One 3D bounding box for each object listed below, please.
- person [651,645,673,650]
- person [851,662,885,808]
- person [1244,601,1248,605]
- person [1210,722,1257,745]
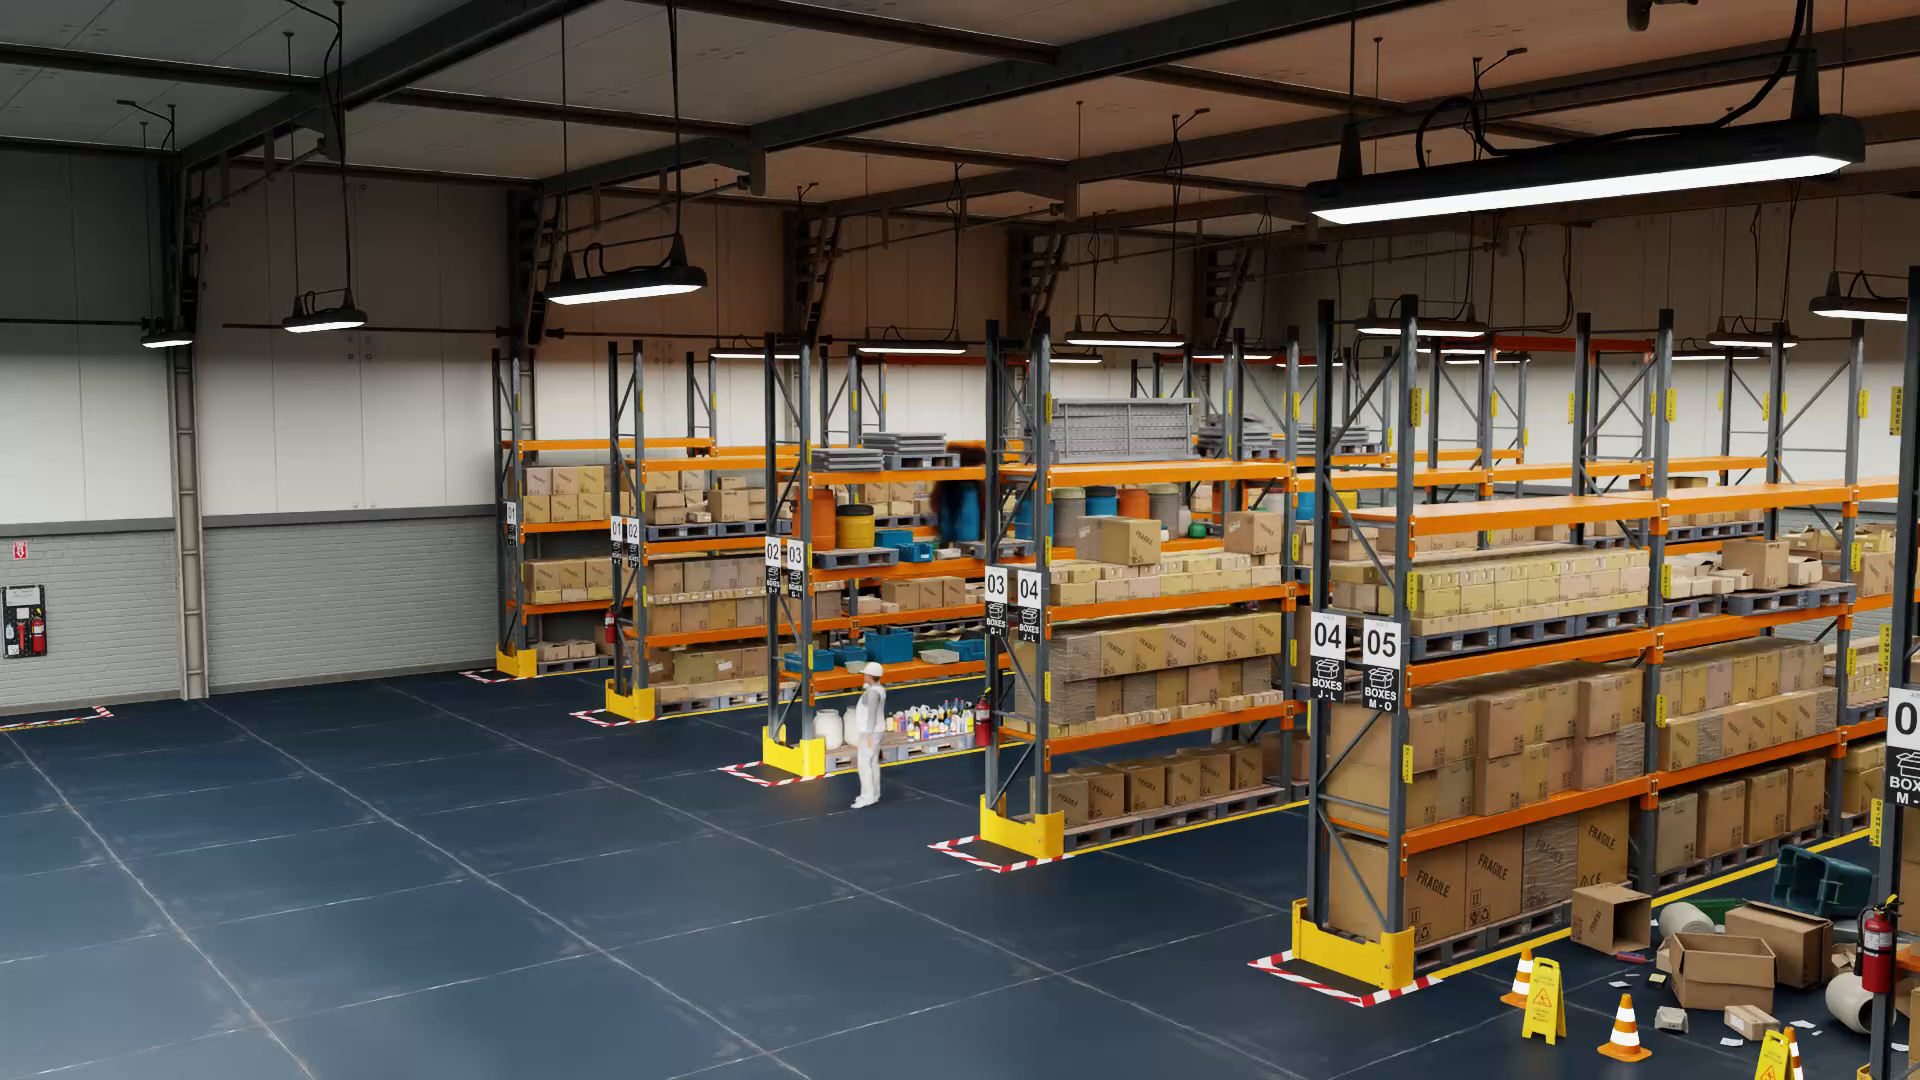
[{"bbox_3d":[-5.268,1.767,28.882,0.460,1.706,0.620,3,6,29],"label":"person"},{"bbox_3d":[-1.152,2.450,20.992,0.390,1.812,0.592,1,5,7],"label":"person"},{"bbox_3d":[6.207,1.076,37.430,1.024,1.603,0.555,-3,6,-28],"label":"person"},{"bbox_3d":[3.839,2.256,23.337,0.936,1.795,0.537,-4,6,-36],"label":"person"}]
